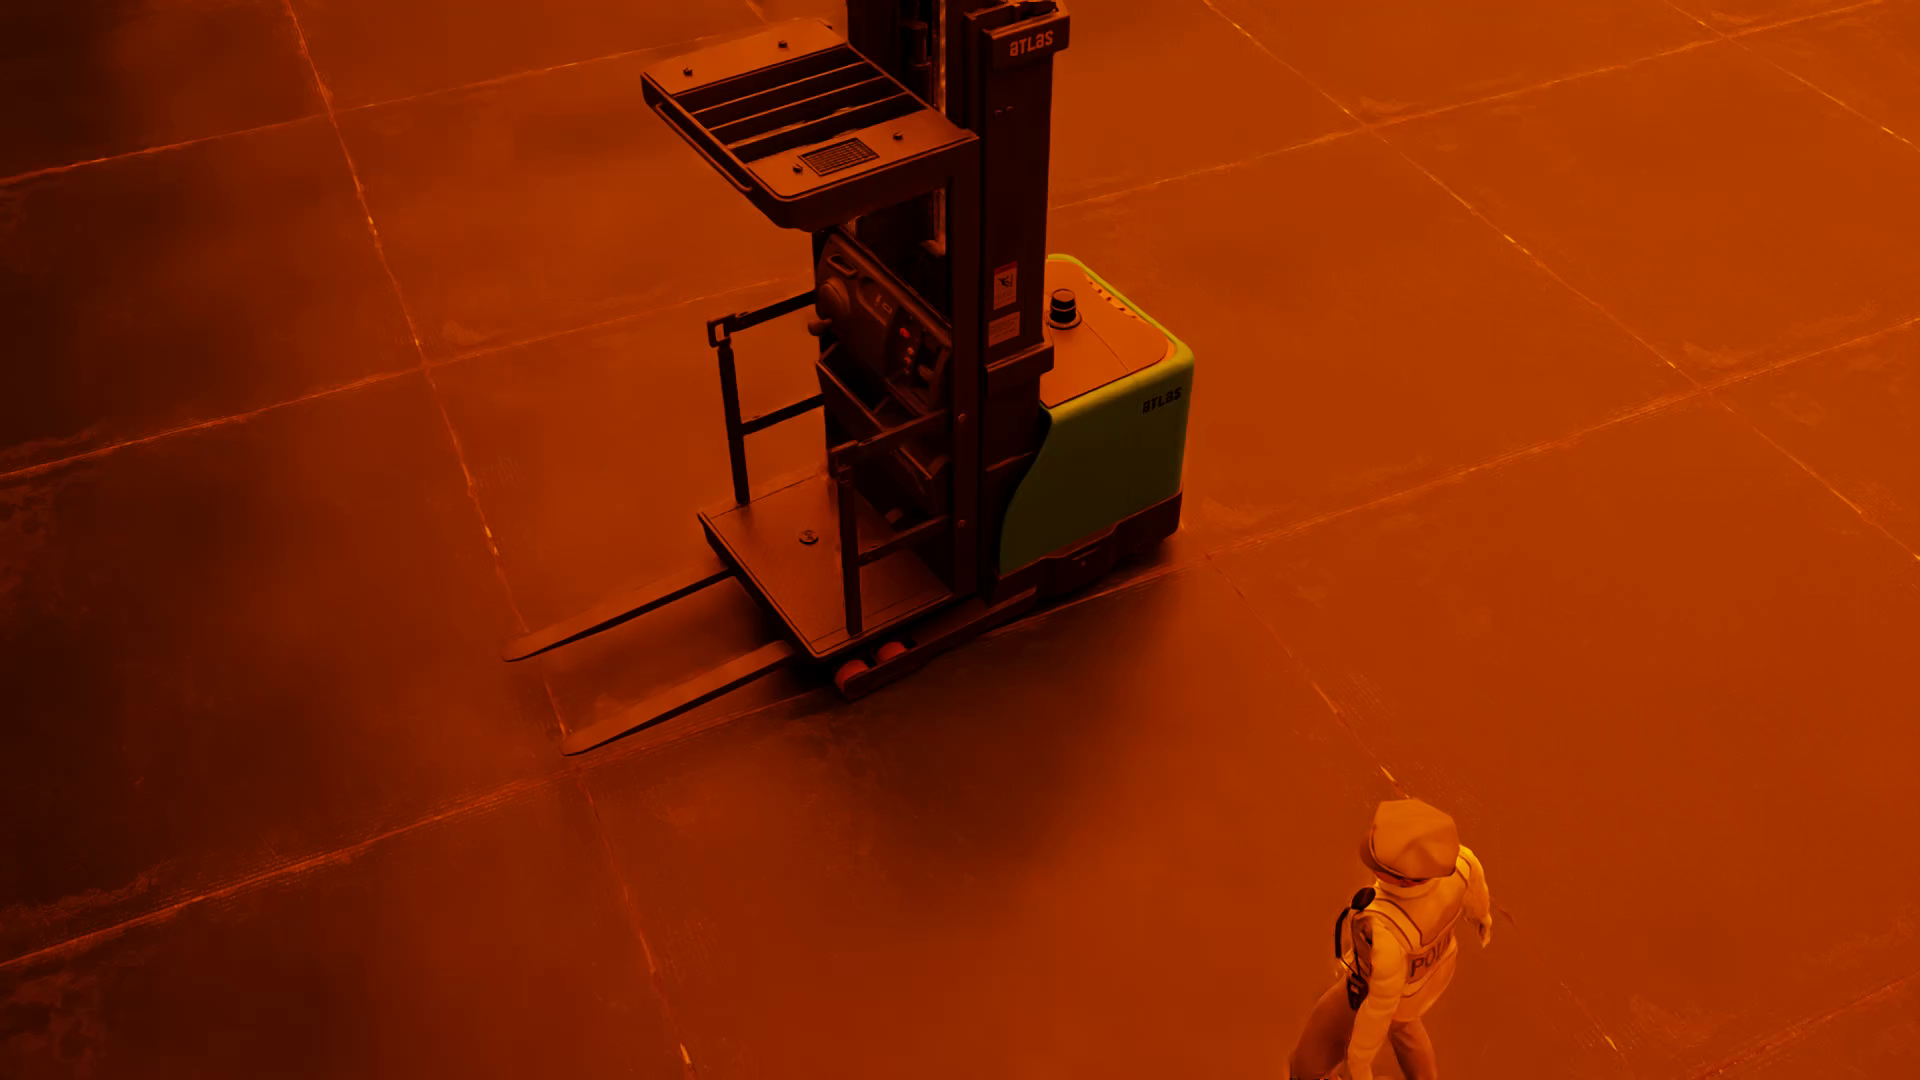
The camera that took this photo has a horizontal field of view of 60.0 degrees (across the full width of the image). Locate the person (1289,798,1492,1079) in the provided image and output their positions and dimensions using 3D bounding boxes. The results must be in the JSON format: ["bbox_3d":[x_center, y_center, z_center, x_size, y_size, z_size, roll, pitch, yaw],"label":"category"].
[{"bbox_3d":[1.398,1.404,5.188,0.812,1.648,0.441,-34,53,-31],"label":"person"}]

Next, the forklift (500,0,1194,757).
[{"bbox_3d":[-0.488,-0.810,6.548,3.031,2.935,1.130,-24,48,-24],"label":"forklift"}]
